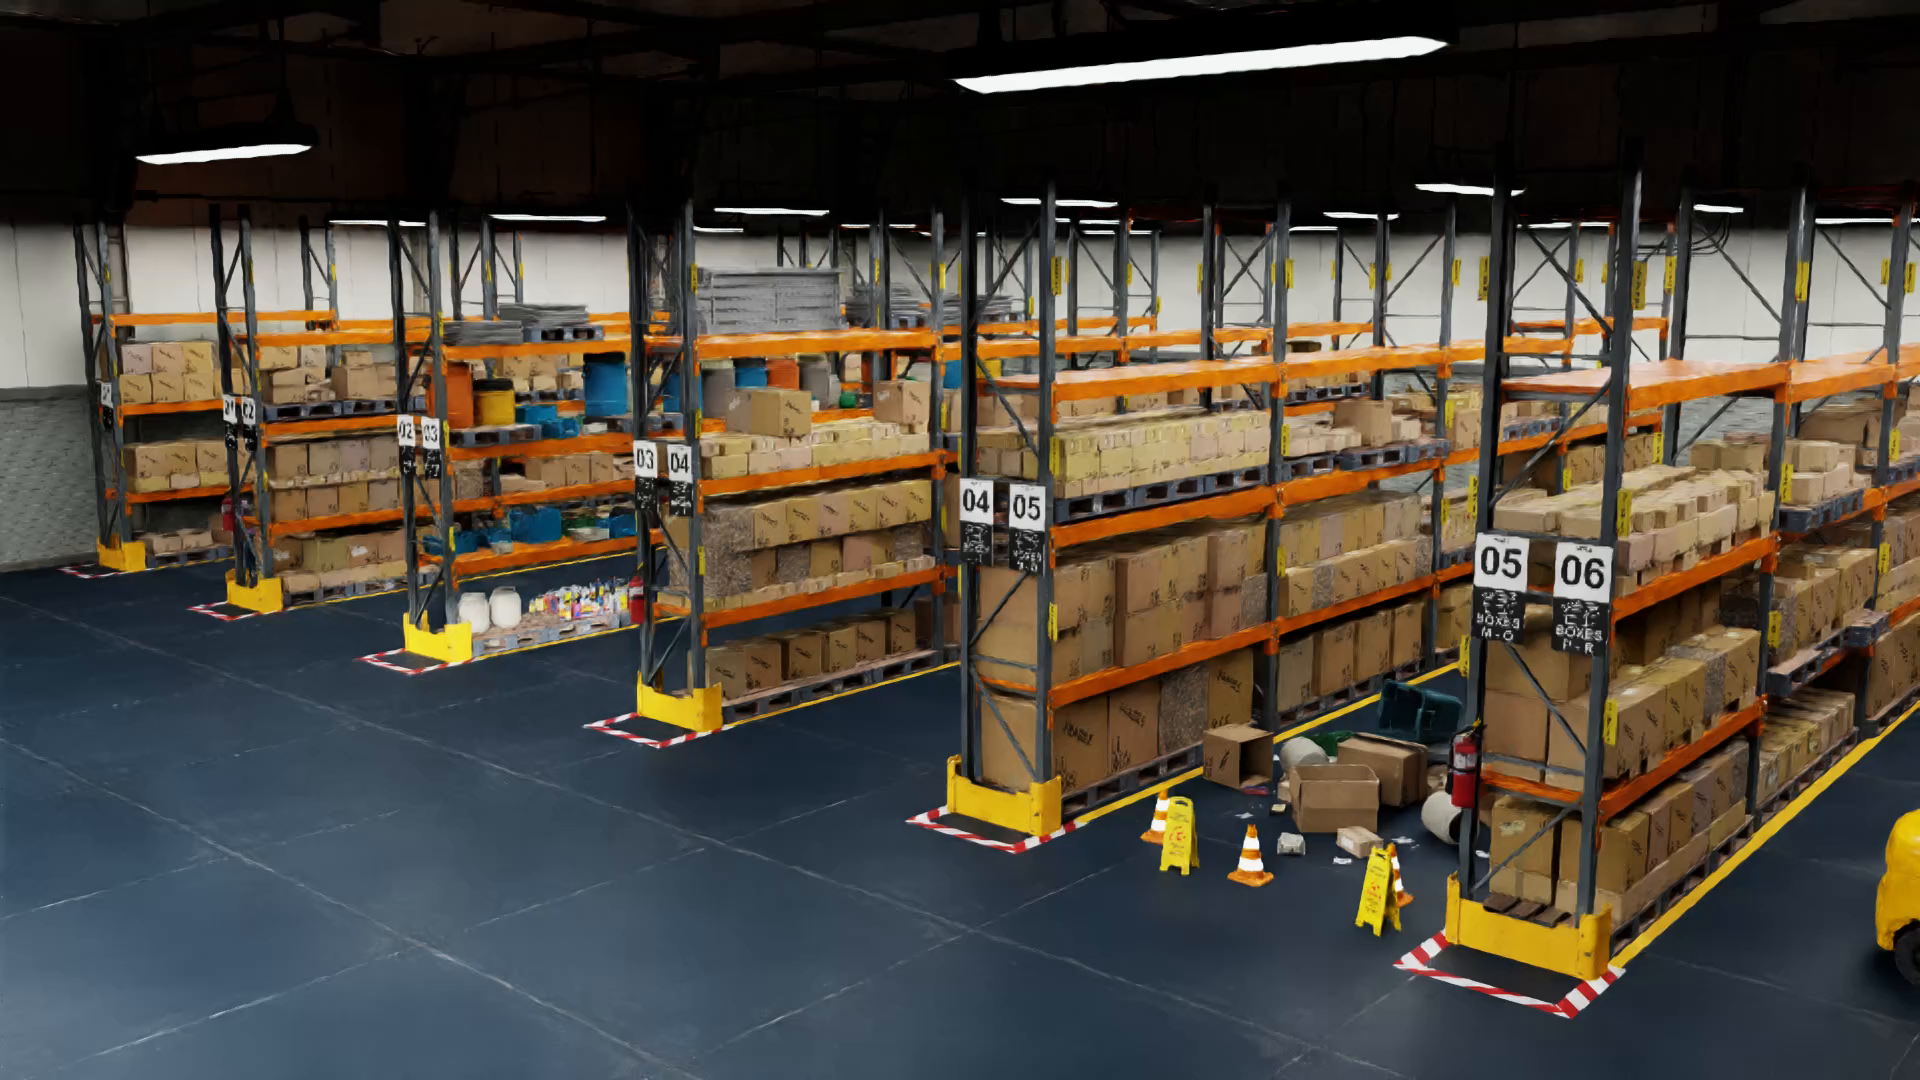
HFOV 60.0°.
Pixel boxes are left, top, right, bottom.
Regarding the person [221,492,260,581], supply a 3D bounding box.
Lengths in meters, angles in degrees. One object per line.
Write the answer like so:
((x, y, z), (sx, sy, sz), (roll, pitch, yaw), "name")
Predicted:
((-11.700, -0.084, 27.204), (0.568, 1.488, 0.780), (4, 10, 22), "person")
